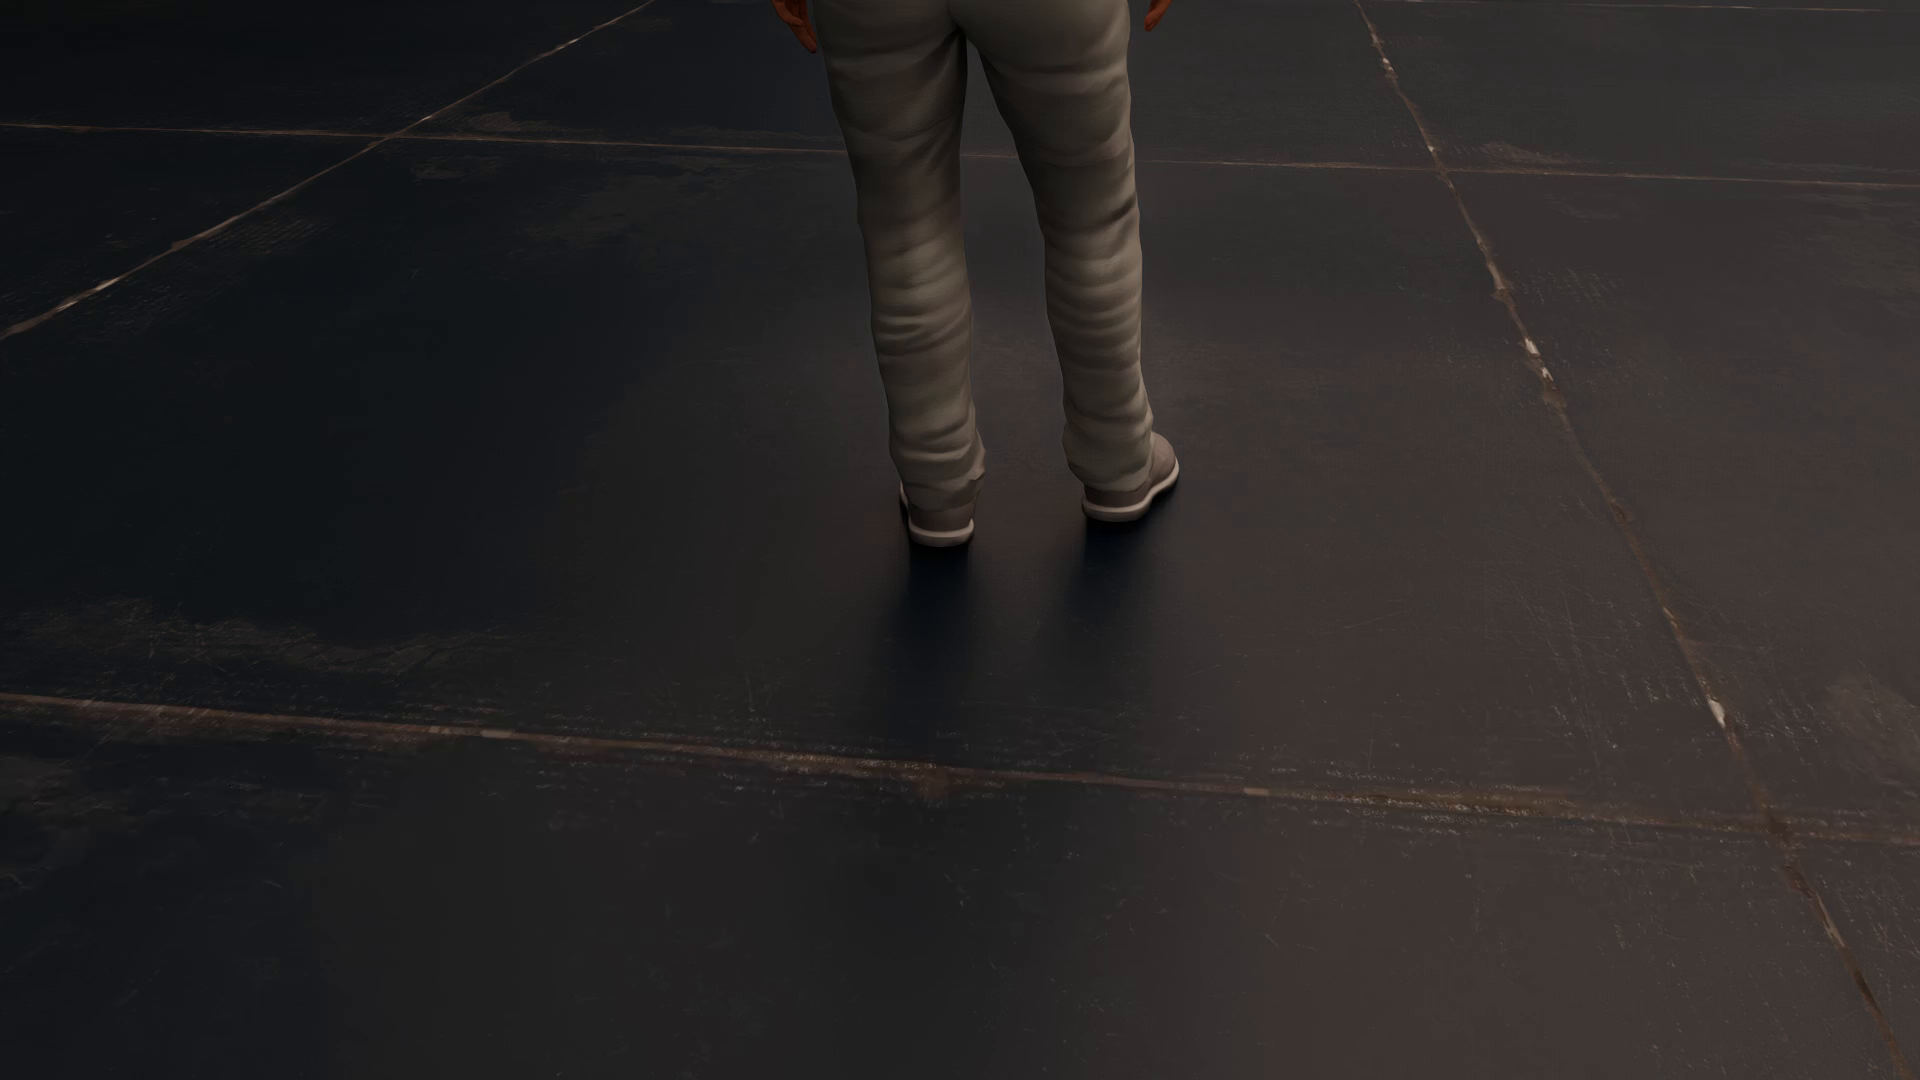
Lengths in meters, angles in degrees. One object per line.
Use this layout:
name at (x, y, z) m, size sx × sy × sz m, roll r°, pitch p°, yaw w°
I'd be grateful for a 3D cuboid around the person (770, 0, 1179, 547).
person at (0.033, -0.786, 2.190) m, size 0.598 × 1.670 × 0.529 m, roll 3°, pitch 27°, yaw 7°
